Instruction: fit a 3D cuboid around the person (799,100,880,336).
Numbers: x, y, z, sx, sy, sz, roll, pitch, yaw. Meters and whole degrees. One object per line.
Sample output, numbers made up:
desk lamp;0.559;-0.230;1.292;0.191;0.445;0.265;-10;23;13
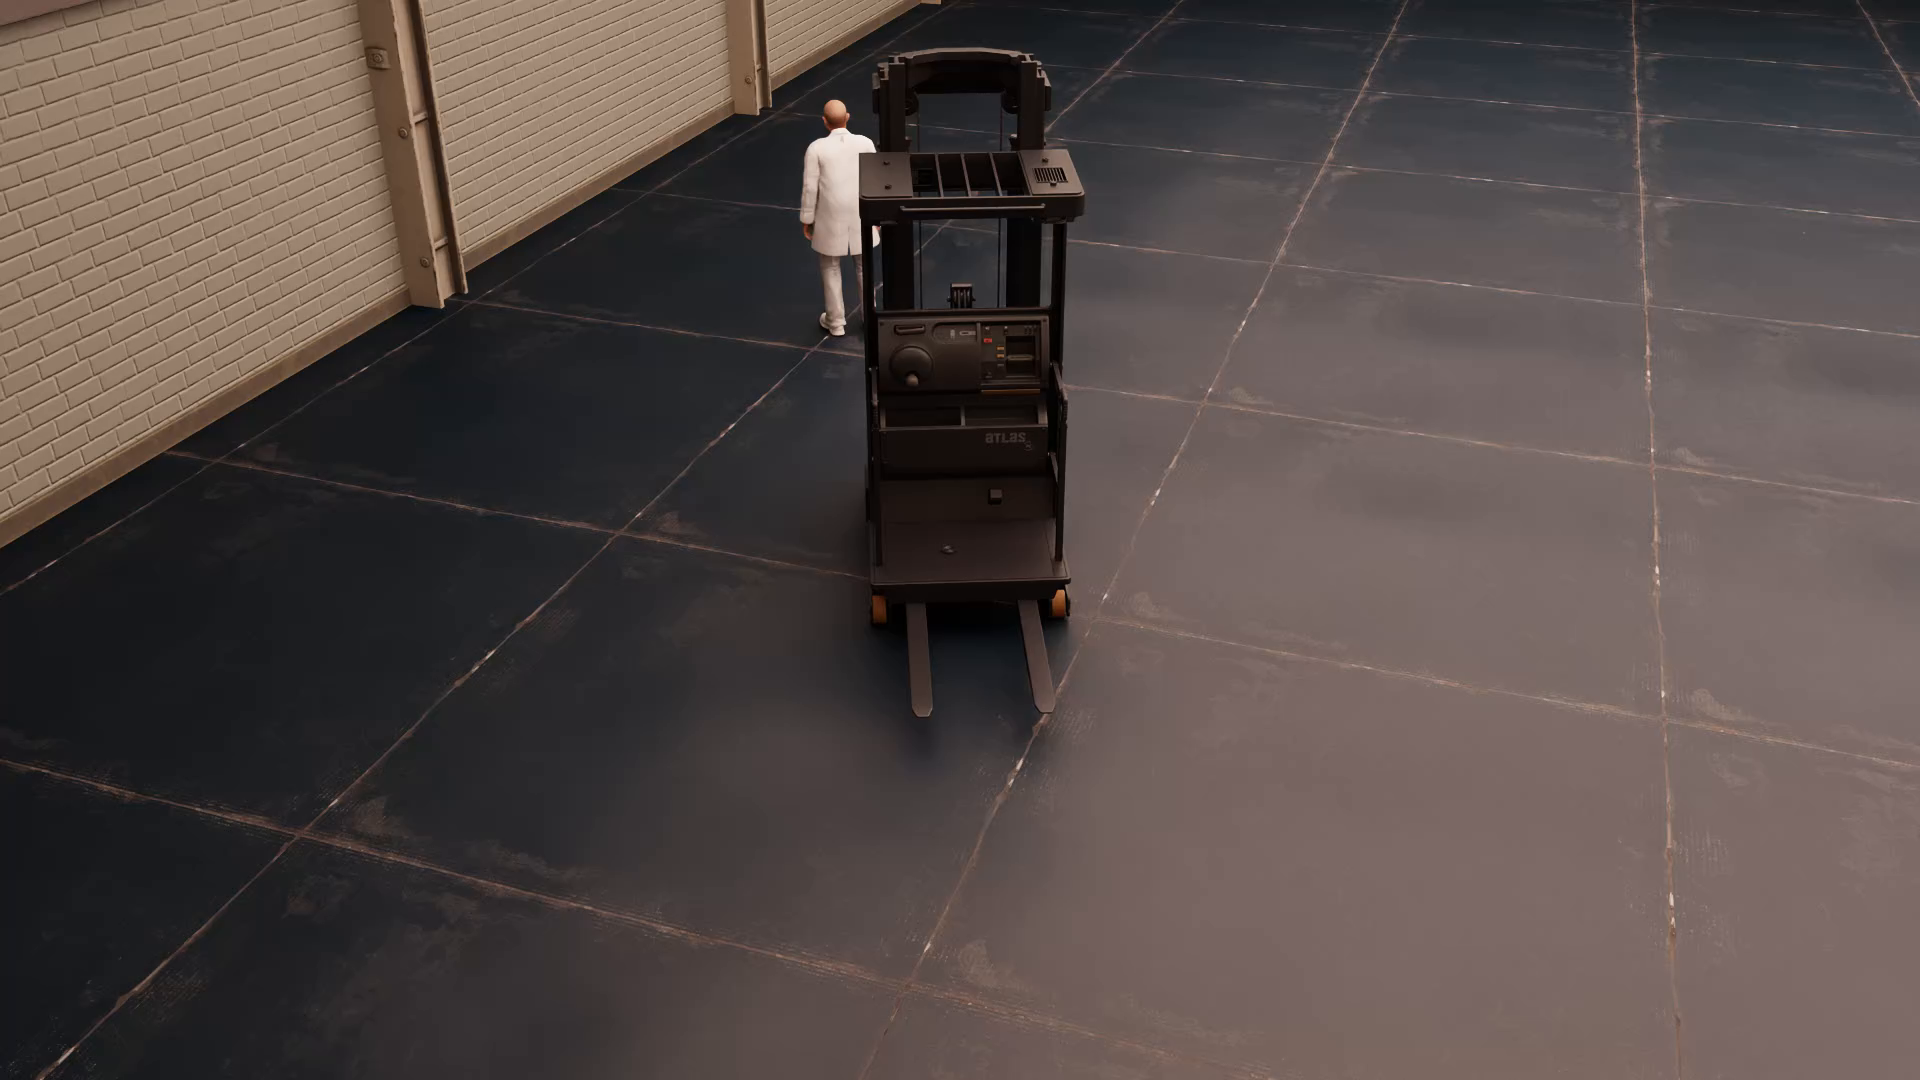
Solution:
person;-0.886;-2.426;12.560;0.656;1.775;0.425;-8;31;-13

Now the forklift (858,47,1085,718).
forklift;0.035;-0.972;8.842;1.130;2.935;3.031;-2;30;-3
